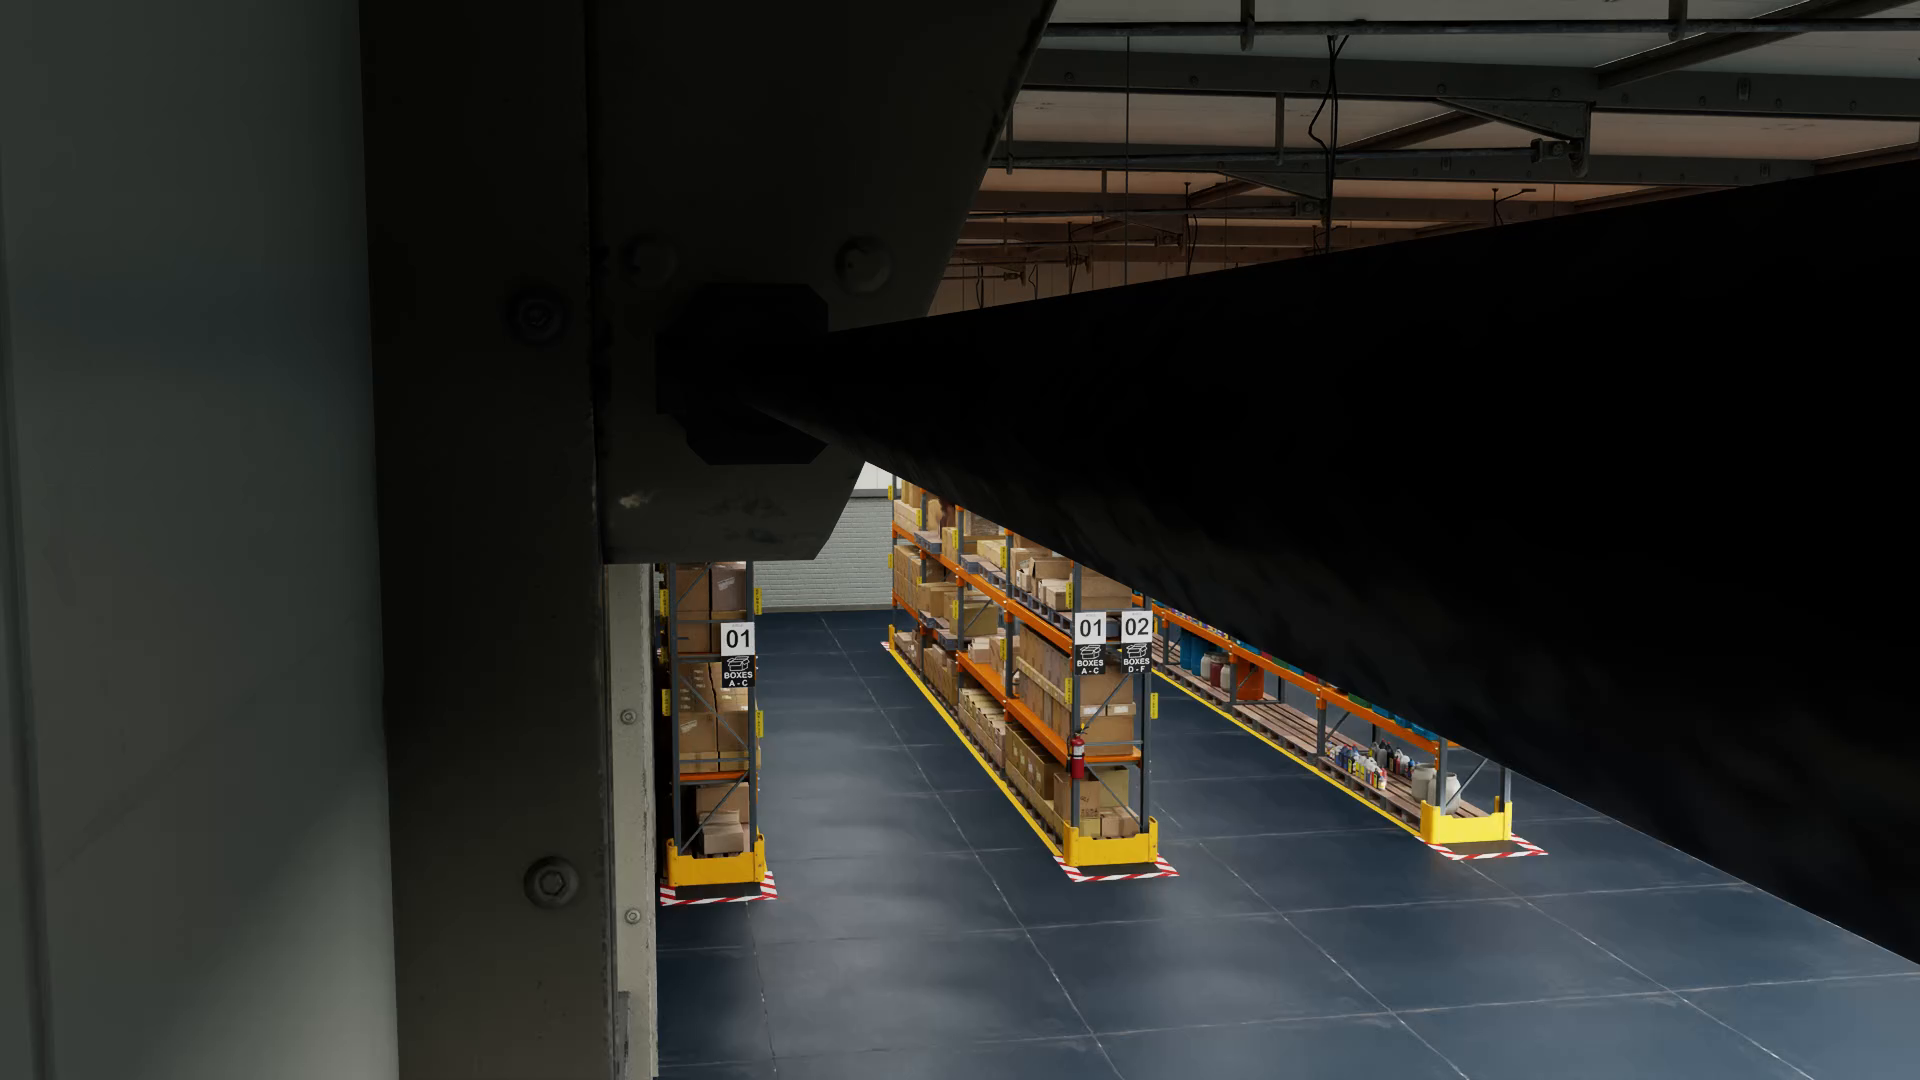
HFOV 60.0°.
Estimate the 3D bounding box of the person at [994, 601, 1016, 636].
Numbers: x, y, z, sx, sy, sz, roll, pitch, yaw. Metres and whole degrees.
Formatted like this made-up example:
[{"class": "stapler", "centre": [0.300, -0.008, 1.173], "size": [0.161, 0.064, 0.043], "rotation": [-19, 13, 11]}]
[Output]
[{"class": "person", "centre": [0.923, 1.611, 36.339], "size": [0.549, 1.602, 0.863], "rotation": [-3, 7, -26]}]
